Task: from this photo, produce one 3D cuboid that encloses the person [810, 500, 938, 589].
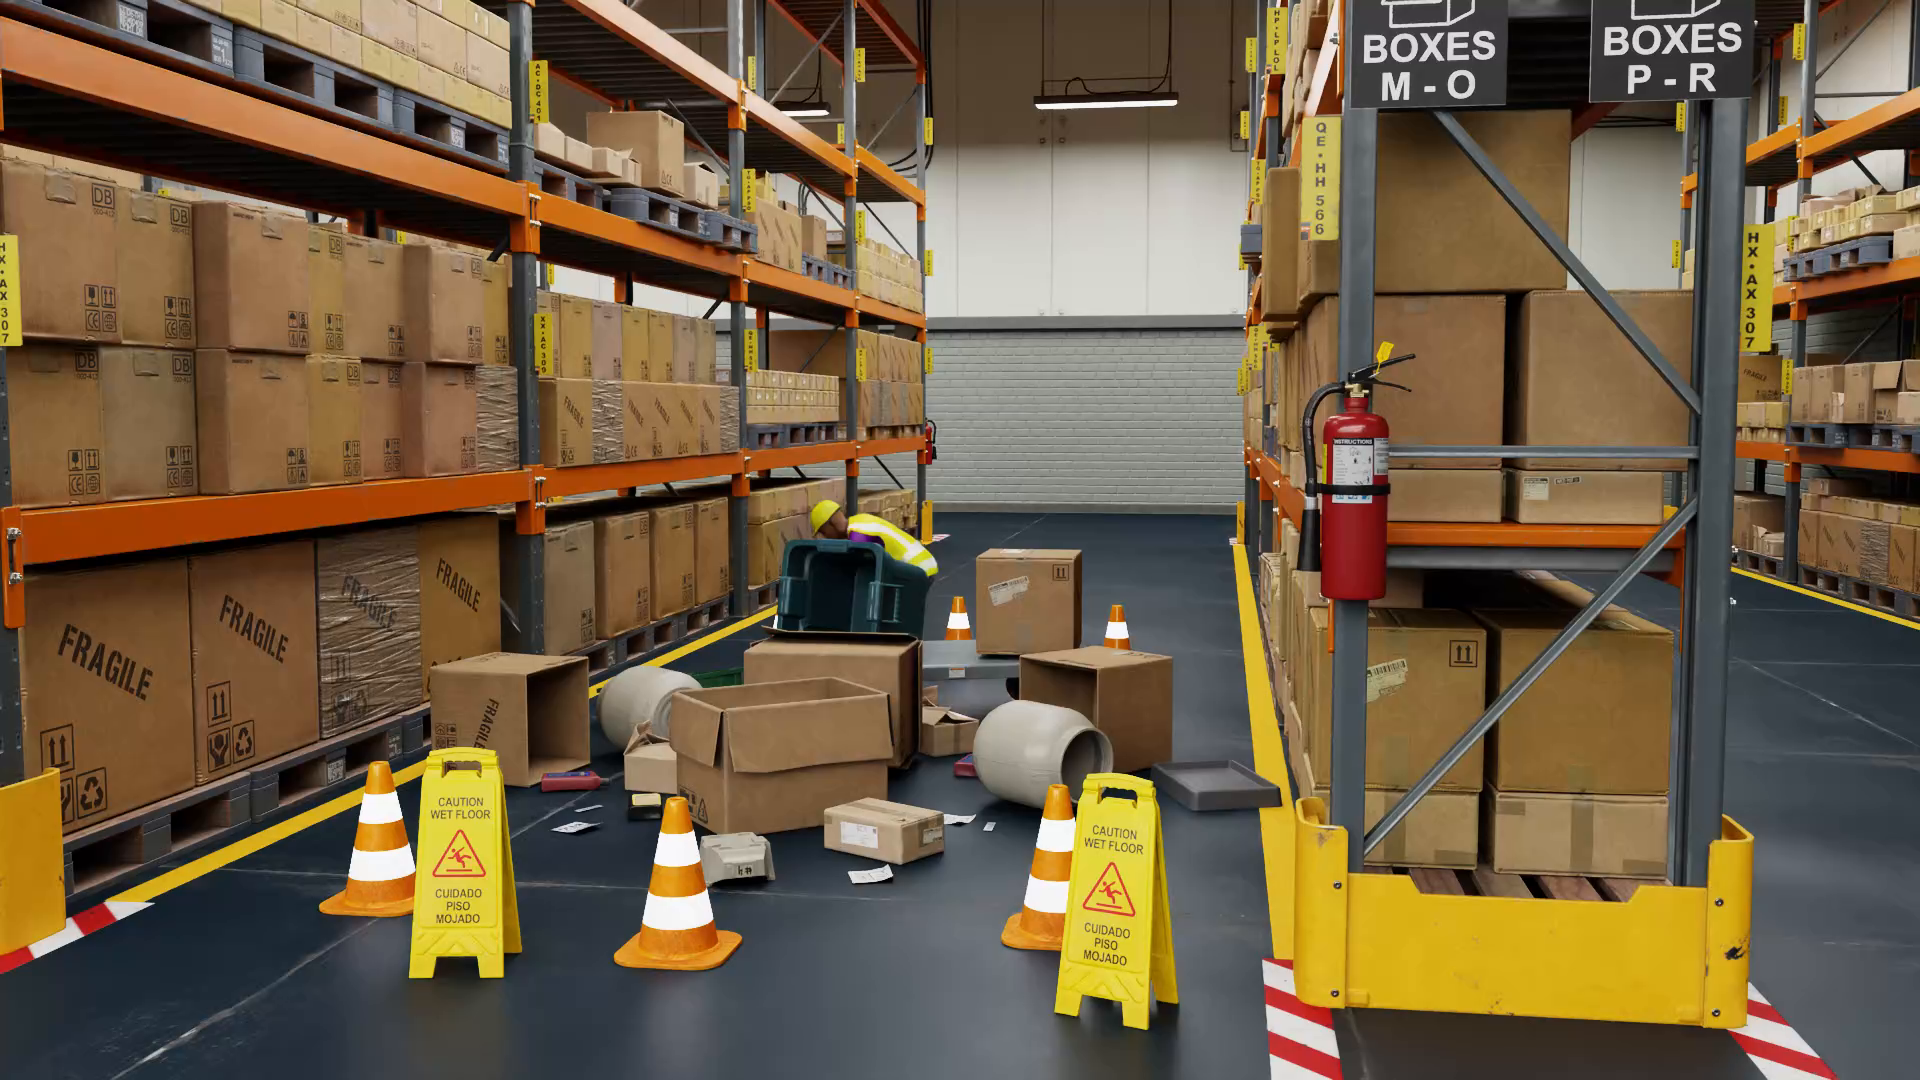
[{"bbox_3d":[-0.611,0.232,11.450,0.905,1.011,0.541,1,4,7],"label":"person"}]
